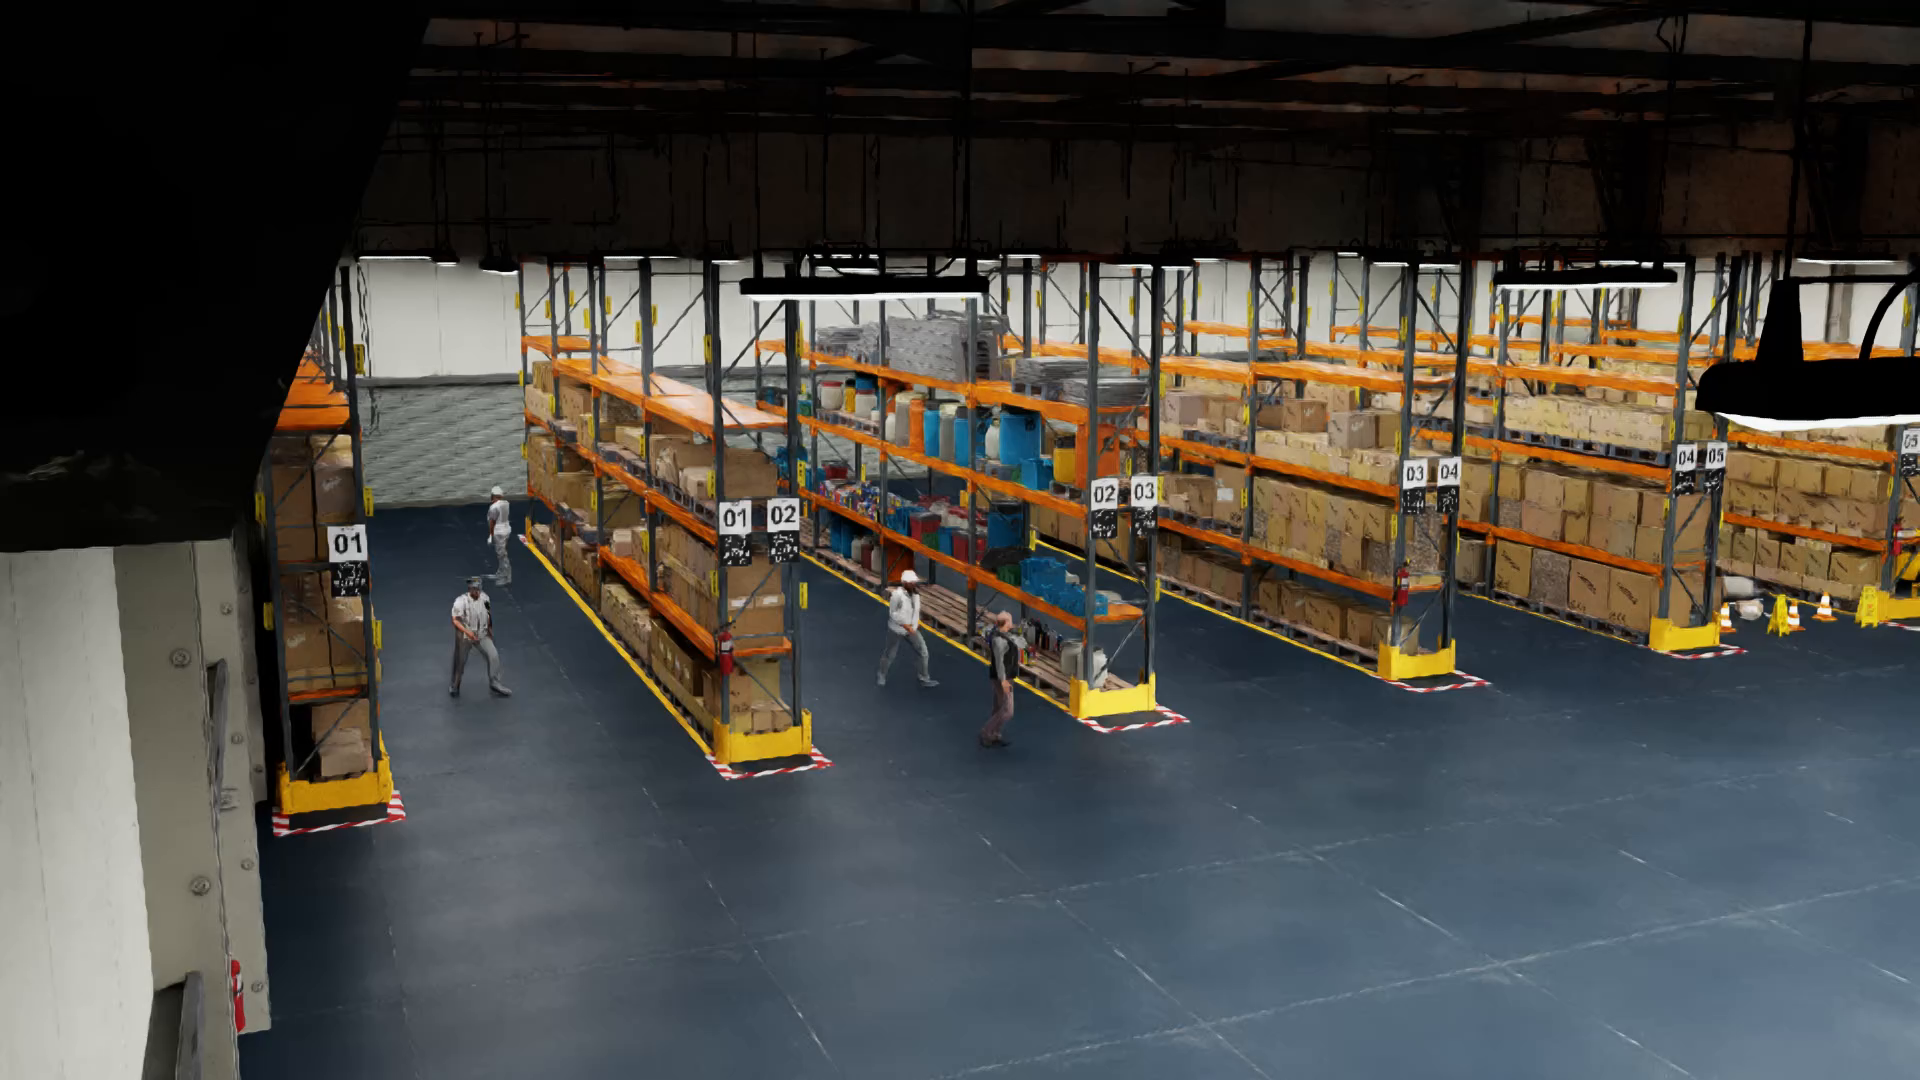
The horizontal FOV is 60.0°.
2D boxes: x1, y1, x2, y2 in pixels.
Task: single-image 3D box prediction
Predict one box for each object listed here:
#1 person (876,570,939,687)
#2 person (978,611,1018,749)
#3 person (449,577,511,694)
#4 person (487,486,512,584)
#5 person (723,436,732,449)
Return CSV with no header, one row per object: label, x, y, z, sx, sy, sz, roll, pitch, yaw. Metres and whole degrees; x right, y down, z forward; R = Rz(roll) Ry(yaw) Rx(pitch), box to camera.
person,-0.794,1.235,23.507,0.682,1.712,0.844,-8,13,-38
person,0.490,1.742,20.699,0.443,1.713,0.695,1,10,8
person,-6.767,1.310,23.139,0.691,1.693,0.857,-8,13,-38
person,-8.510,-0.116,30.632,0.583,1.782,0.665,2,11,10
person,-5.373,-1.523,38.374,0.762,1.771,0.505,7,13,34
